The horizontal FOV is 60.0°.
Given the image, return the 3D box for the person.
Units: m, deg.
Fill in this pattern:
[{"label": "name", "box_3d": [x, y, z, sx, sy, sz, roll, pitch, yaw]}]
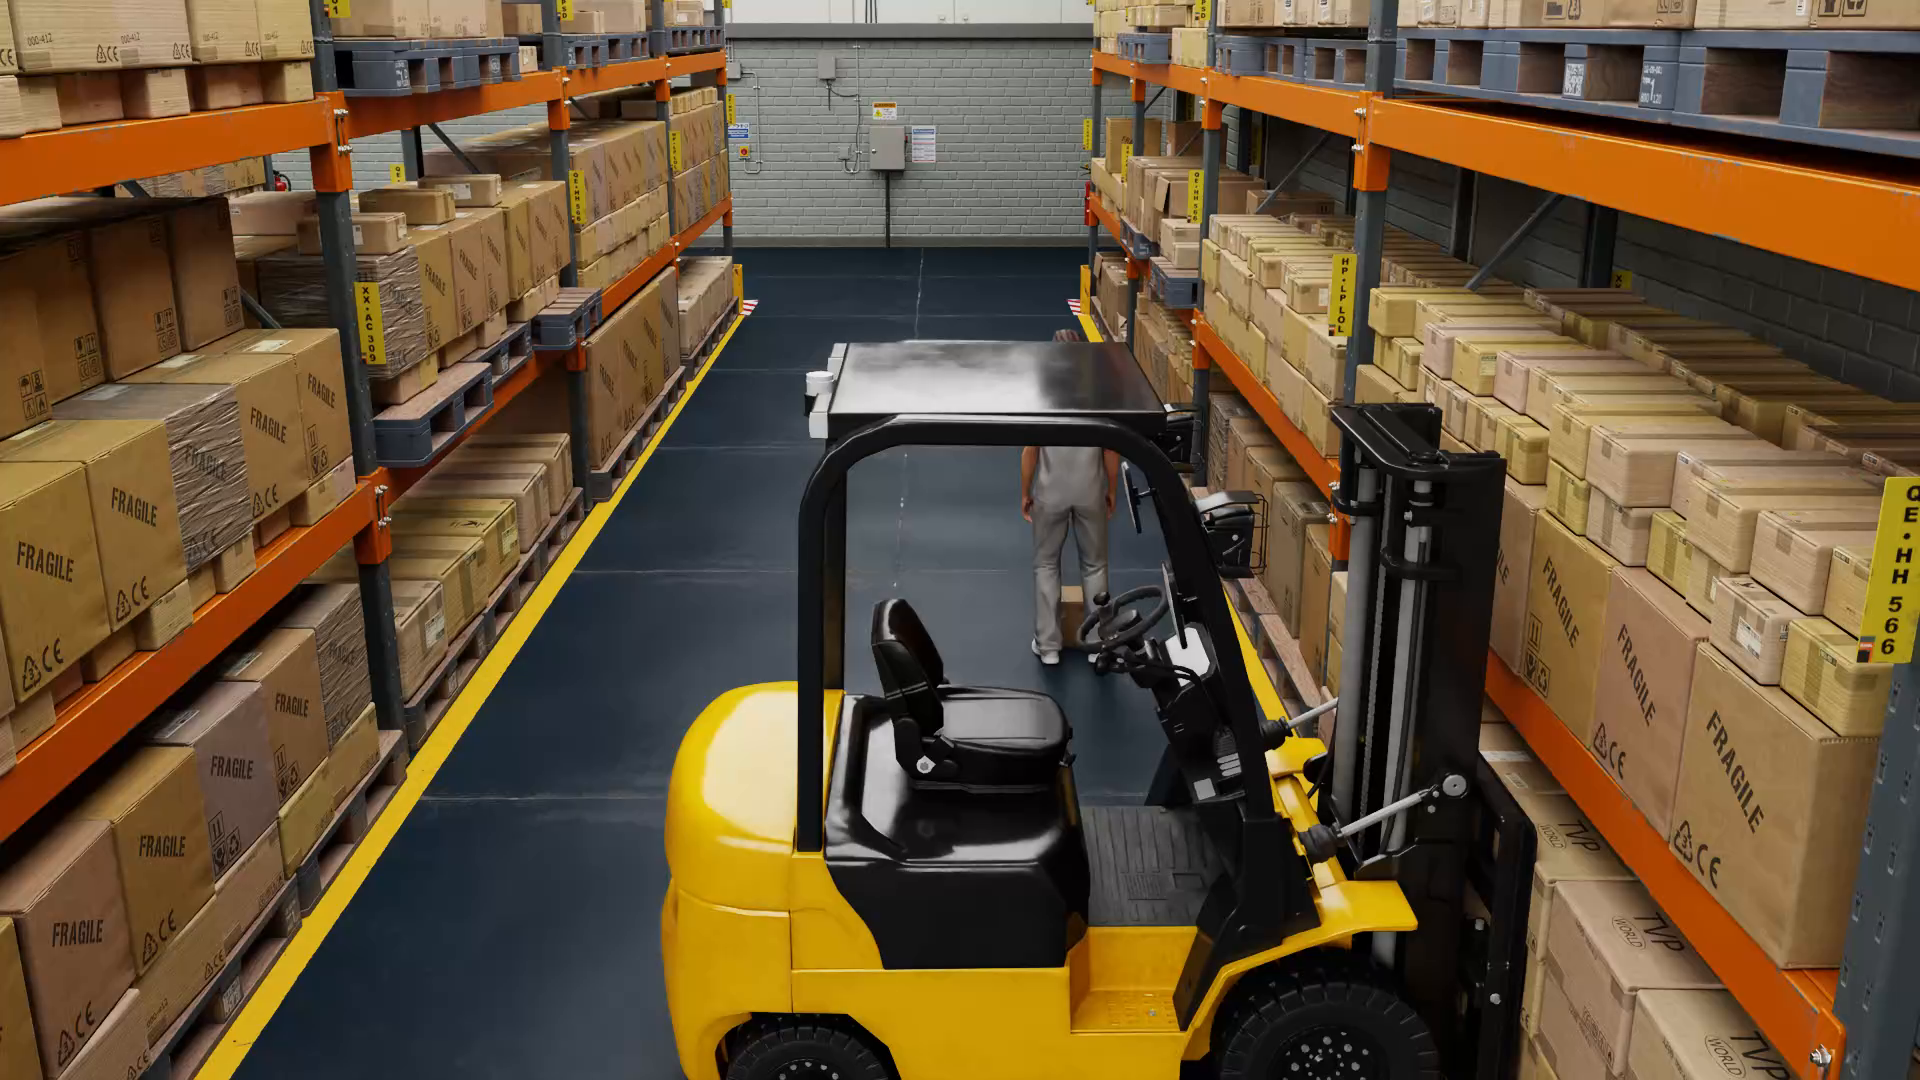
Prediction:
[{"label": "person", "box_3d": [0.543, -0.205, 8.213, 0.501, 1.671, 0.359, -1, 17, -3]}]
